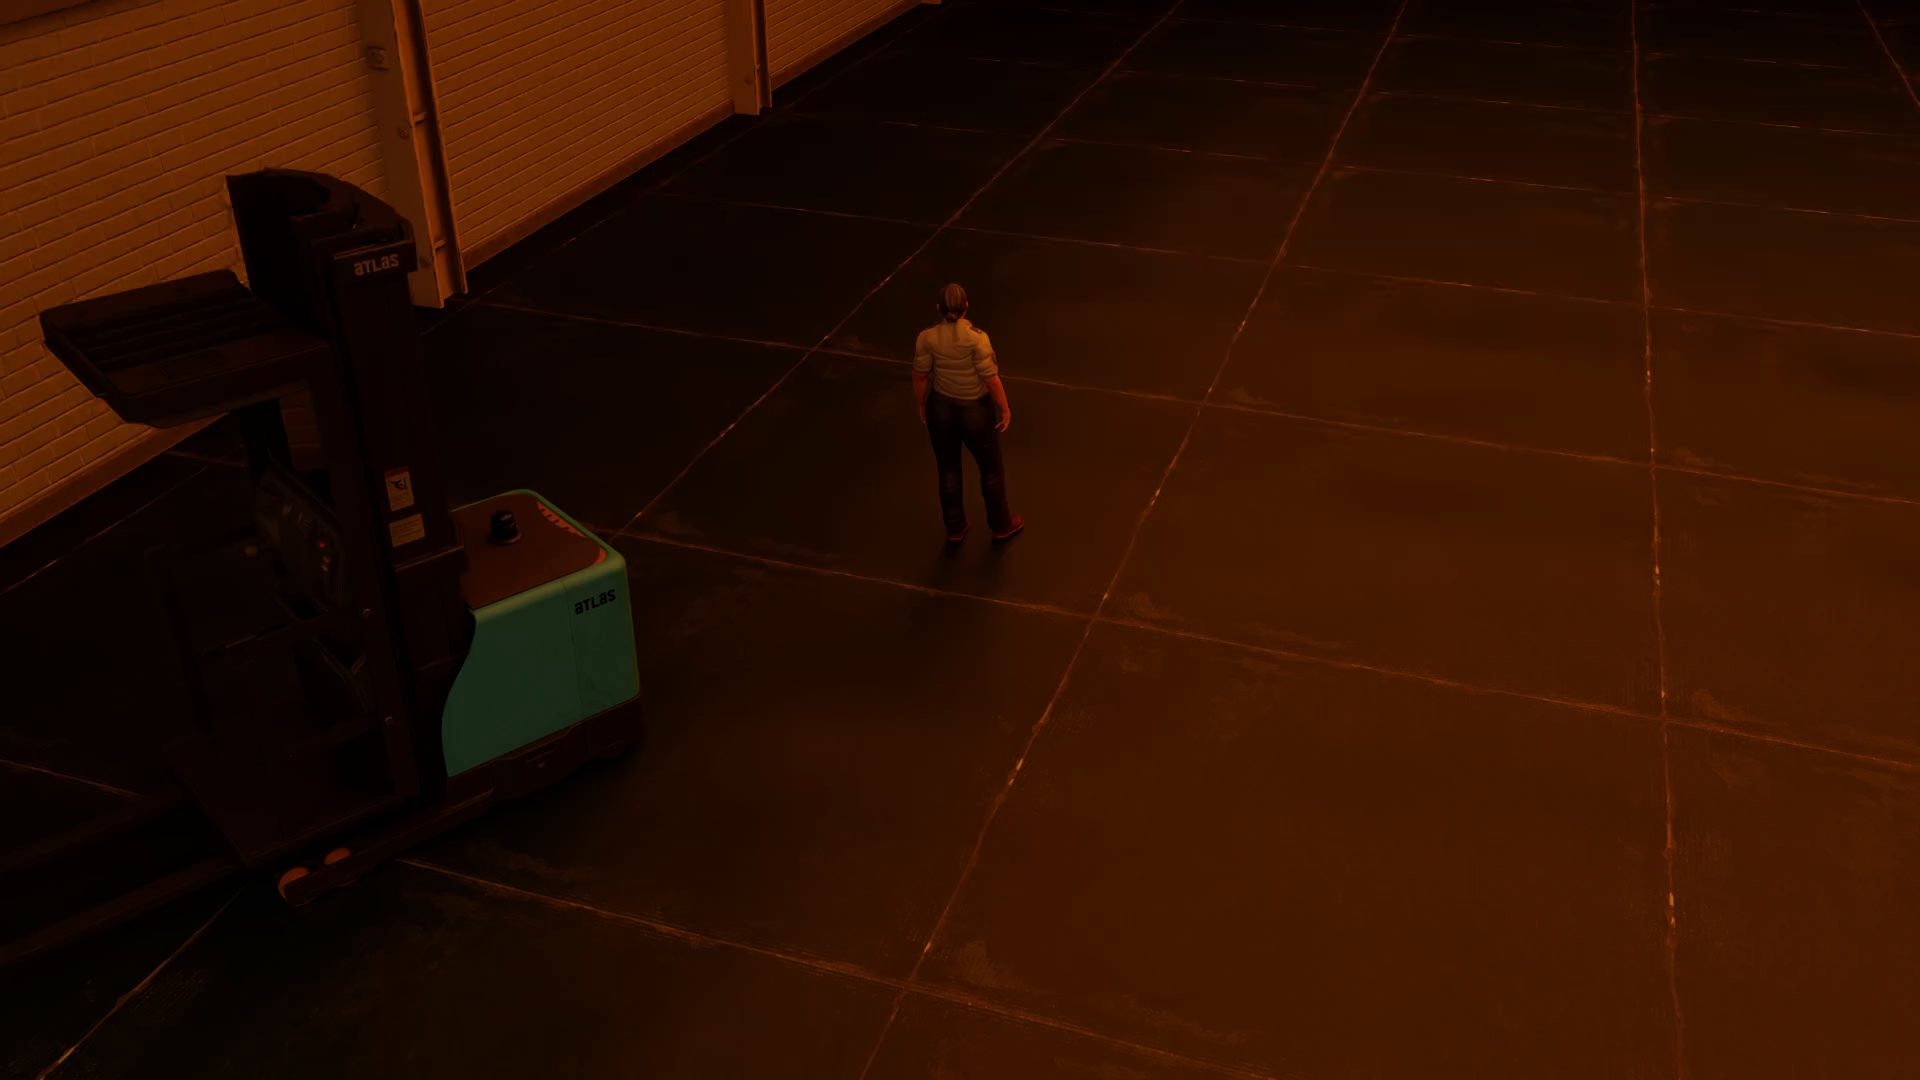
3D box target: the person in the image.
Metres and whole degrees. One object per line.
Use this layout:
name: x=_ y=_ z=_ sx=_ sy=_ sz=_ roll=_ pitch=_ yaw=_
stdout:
person: x=0.051 y=-0.761 z=9.751 sx=0.598 sy=1.651 sz=0.503 roll=10 pitch=31 yaw=16

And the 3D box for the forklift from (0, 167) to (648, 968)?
forklift: x=-3.003 y=0.035 z=7.075 sx=3.031 sy=2.935 sz=1.130 roll=-23 pitch=37 yaw=-35
